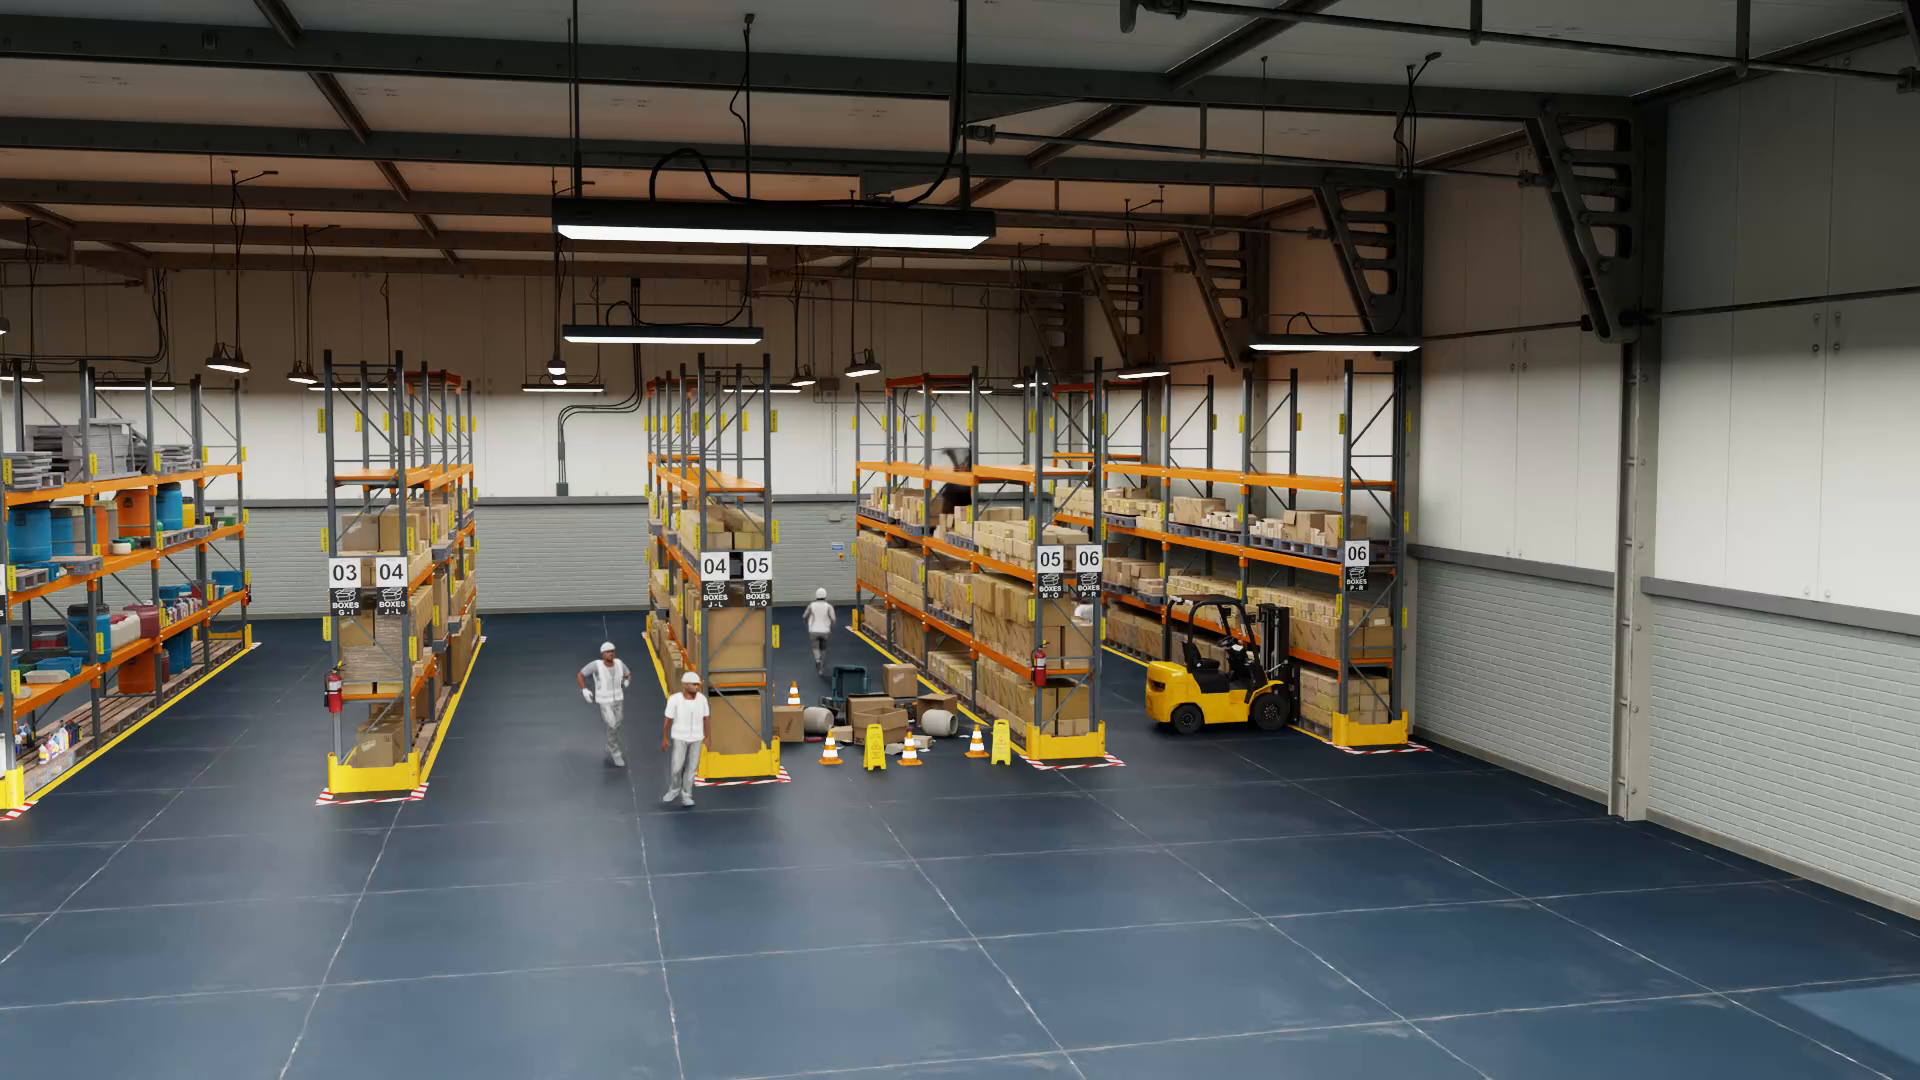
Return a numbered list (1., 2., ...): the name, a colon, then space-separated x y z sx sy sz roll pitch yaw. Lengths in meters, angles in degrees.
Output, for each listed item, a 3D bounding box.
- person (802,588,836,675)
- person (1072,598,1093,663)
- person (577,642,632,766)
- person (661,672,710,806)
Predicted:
1. person: -2.787 1.847 32.928 0.665 1.776 0.719 0 4 -4
2. person: 2.476 1.868 33.169 0.609 1.632 0.861 -2 4 -21
3. person: -5.210 2.418 24.566 0.786 1.844 0.720 -3 5 -39
4. person: -3.585 2.597 21.759 0.635 1.757 0.446 -2 4 -27
